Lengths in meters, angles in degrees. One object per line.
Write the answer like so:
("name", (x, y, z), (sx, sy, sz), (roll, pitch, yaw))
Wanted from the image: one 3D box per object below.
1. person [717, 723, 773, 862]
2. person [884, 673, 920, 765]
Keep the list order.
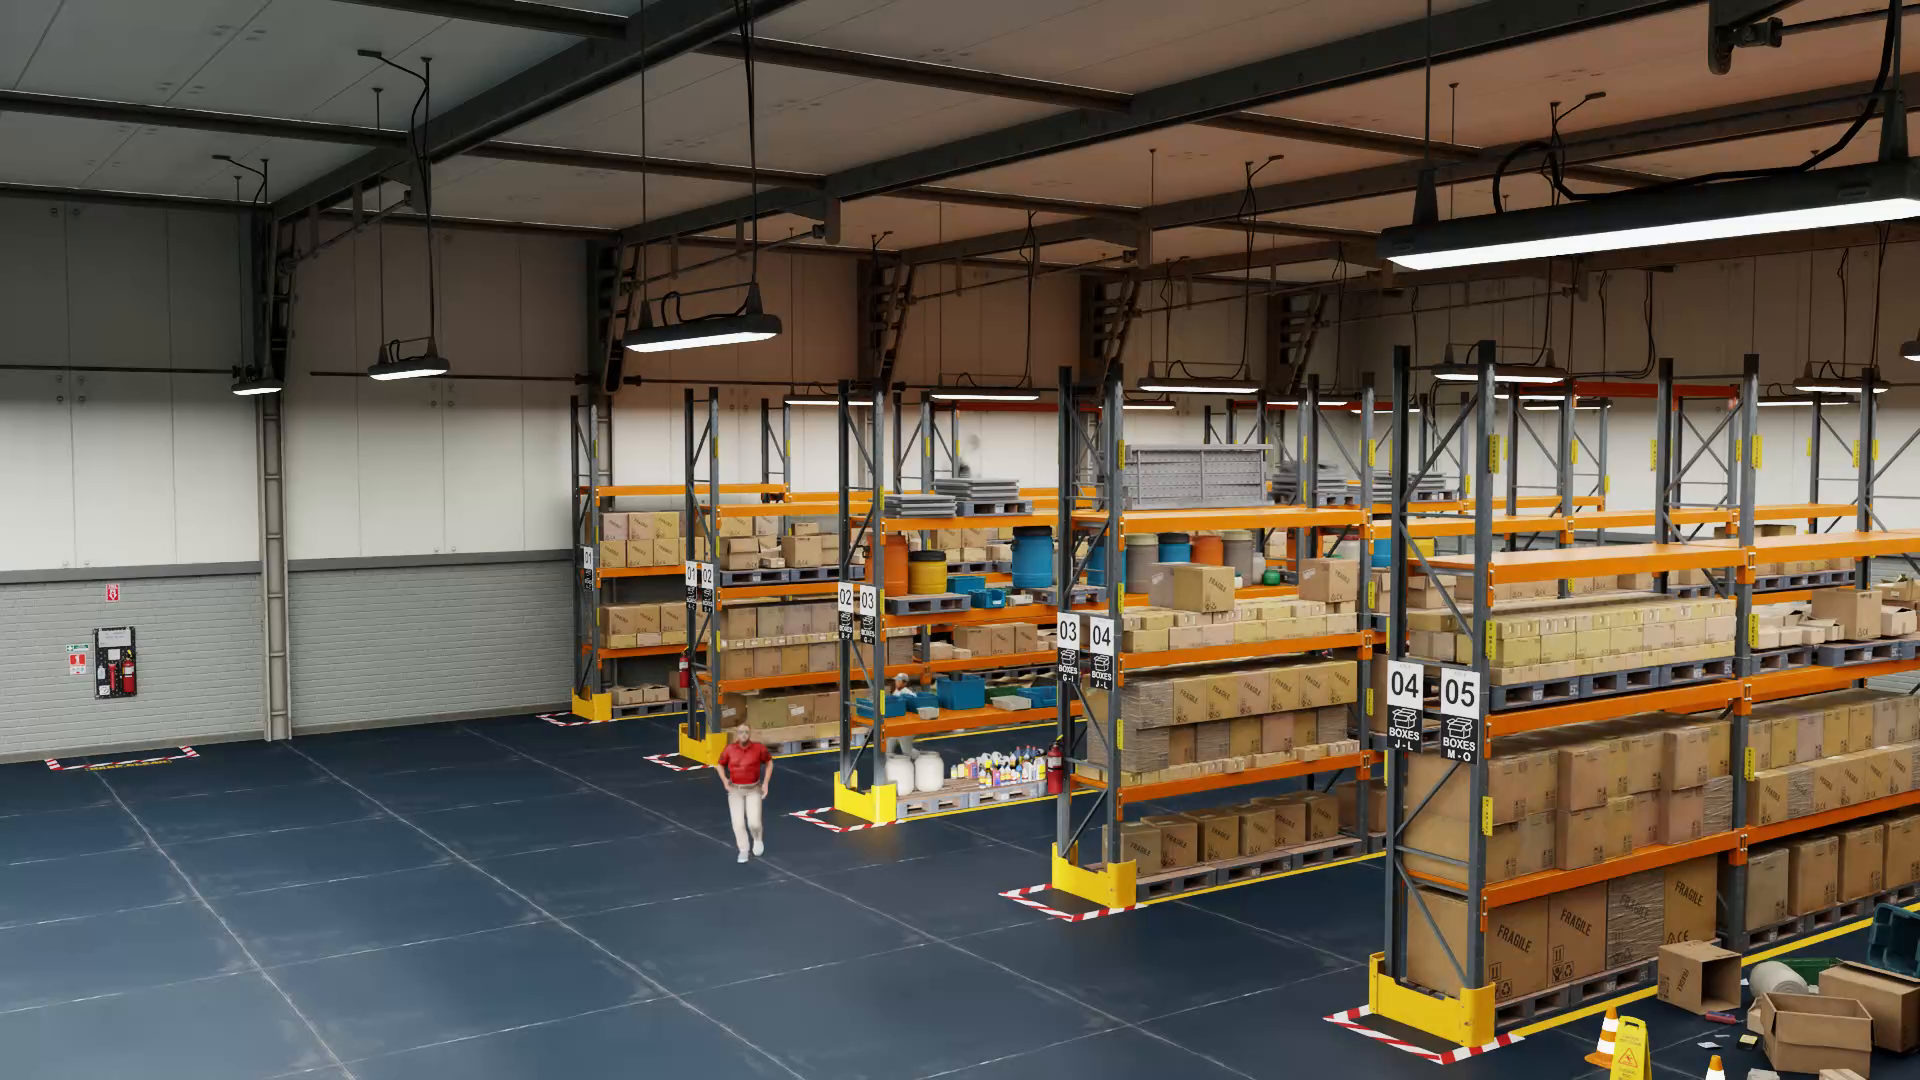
("person", (-2.648, 3.092, 20.365), (0.681, 1.692, 0.554), (0, 3, -1))
("person", (-0.876, 2.822, 25.053), (0.929, 1.634, 0.613), (-3, 4, -36))
